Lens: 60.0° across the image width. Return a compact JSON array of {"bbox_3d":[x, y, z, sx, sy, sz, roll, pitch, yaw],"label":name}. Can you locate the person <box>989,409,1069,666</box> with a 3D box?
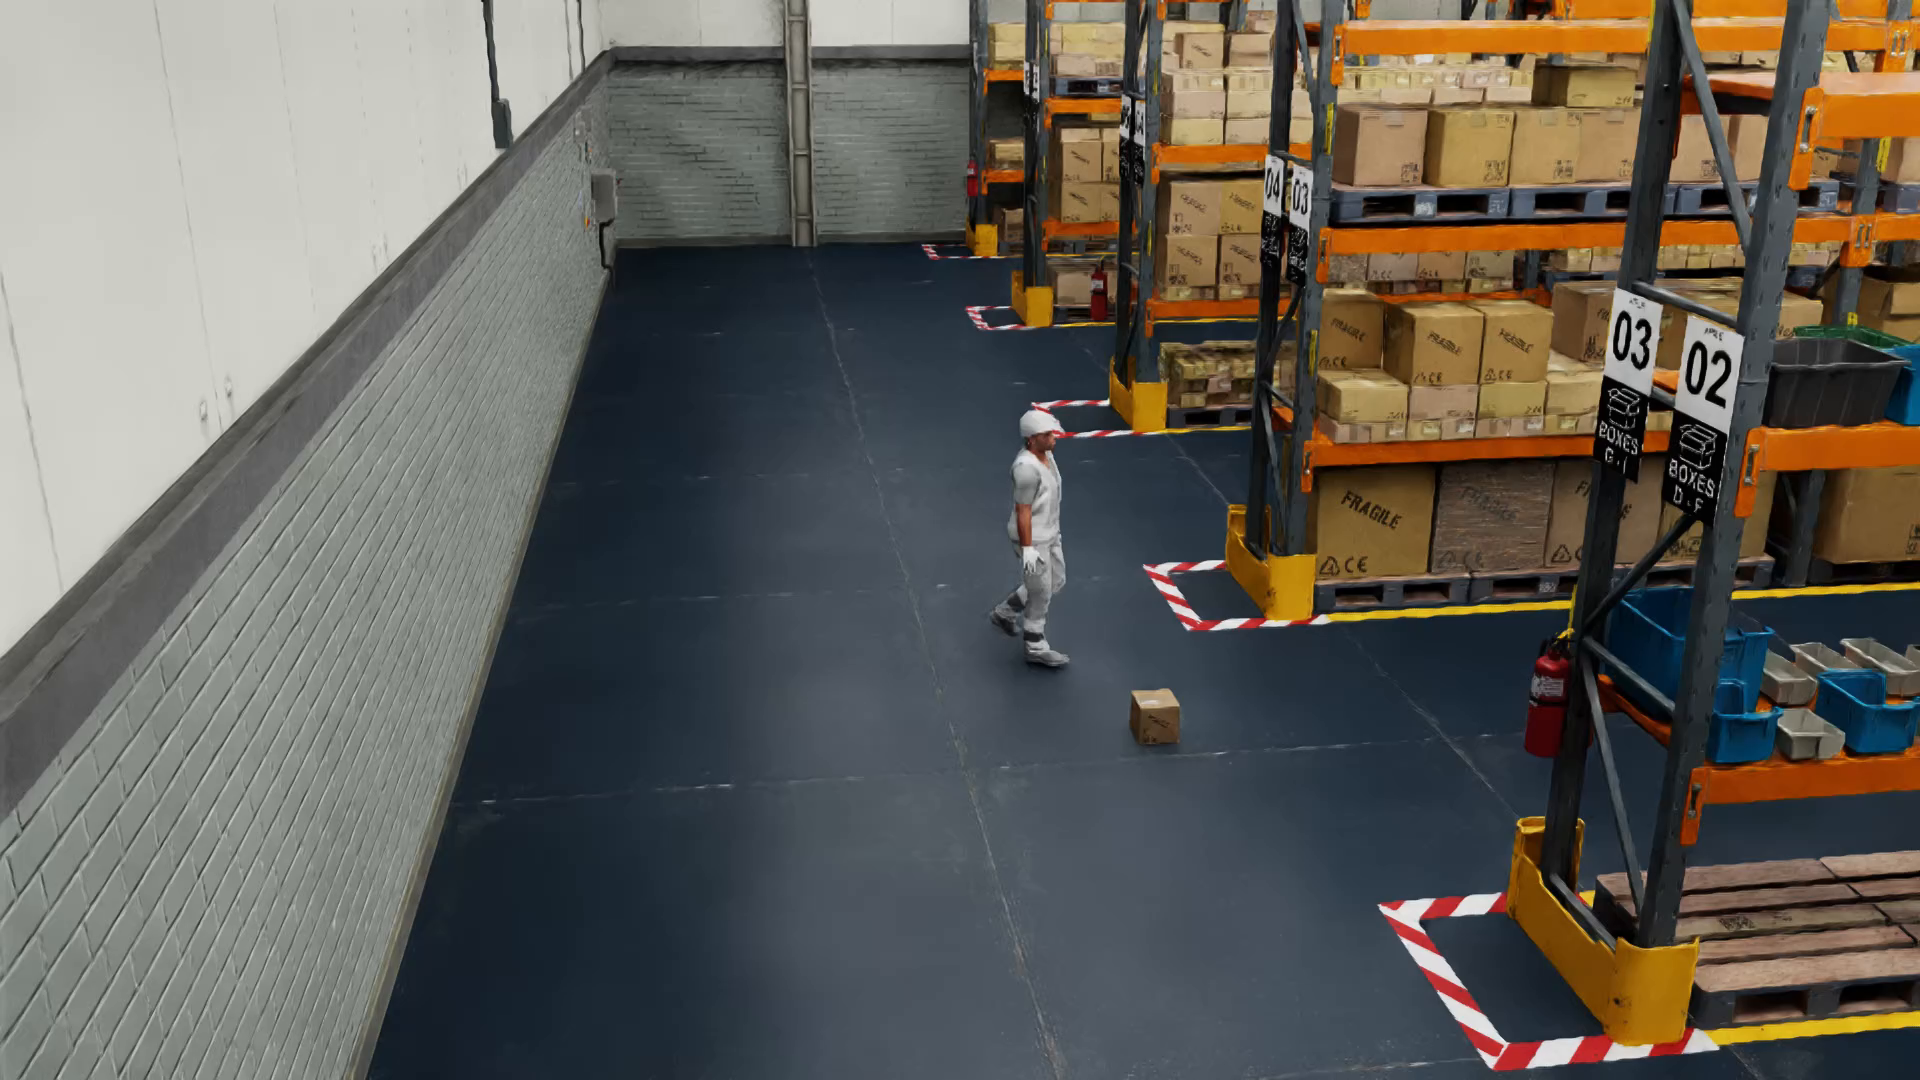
[{"bbox_3d":[0.453,-0.024,11.050,0.607,1.785,0.576,7,21,18],"label":"person"}]
